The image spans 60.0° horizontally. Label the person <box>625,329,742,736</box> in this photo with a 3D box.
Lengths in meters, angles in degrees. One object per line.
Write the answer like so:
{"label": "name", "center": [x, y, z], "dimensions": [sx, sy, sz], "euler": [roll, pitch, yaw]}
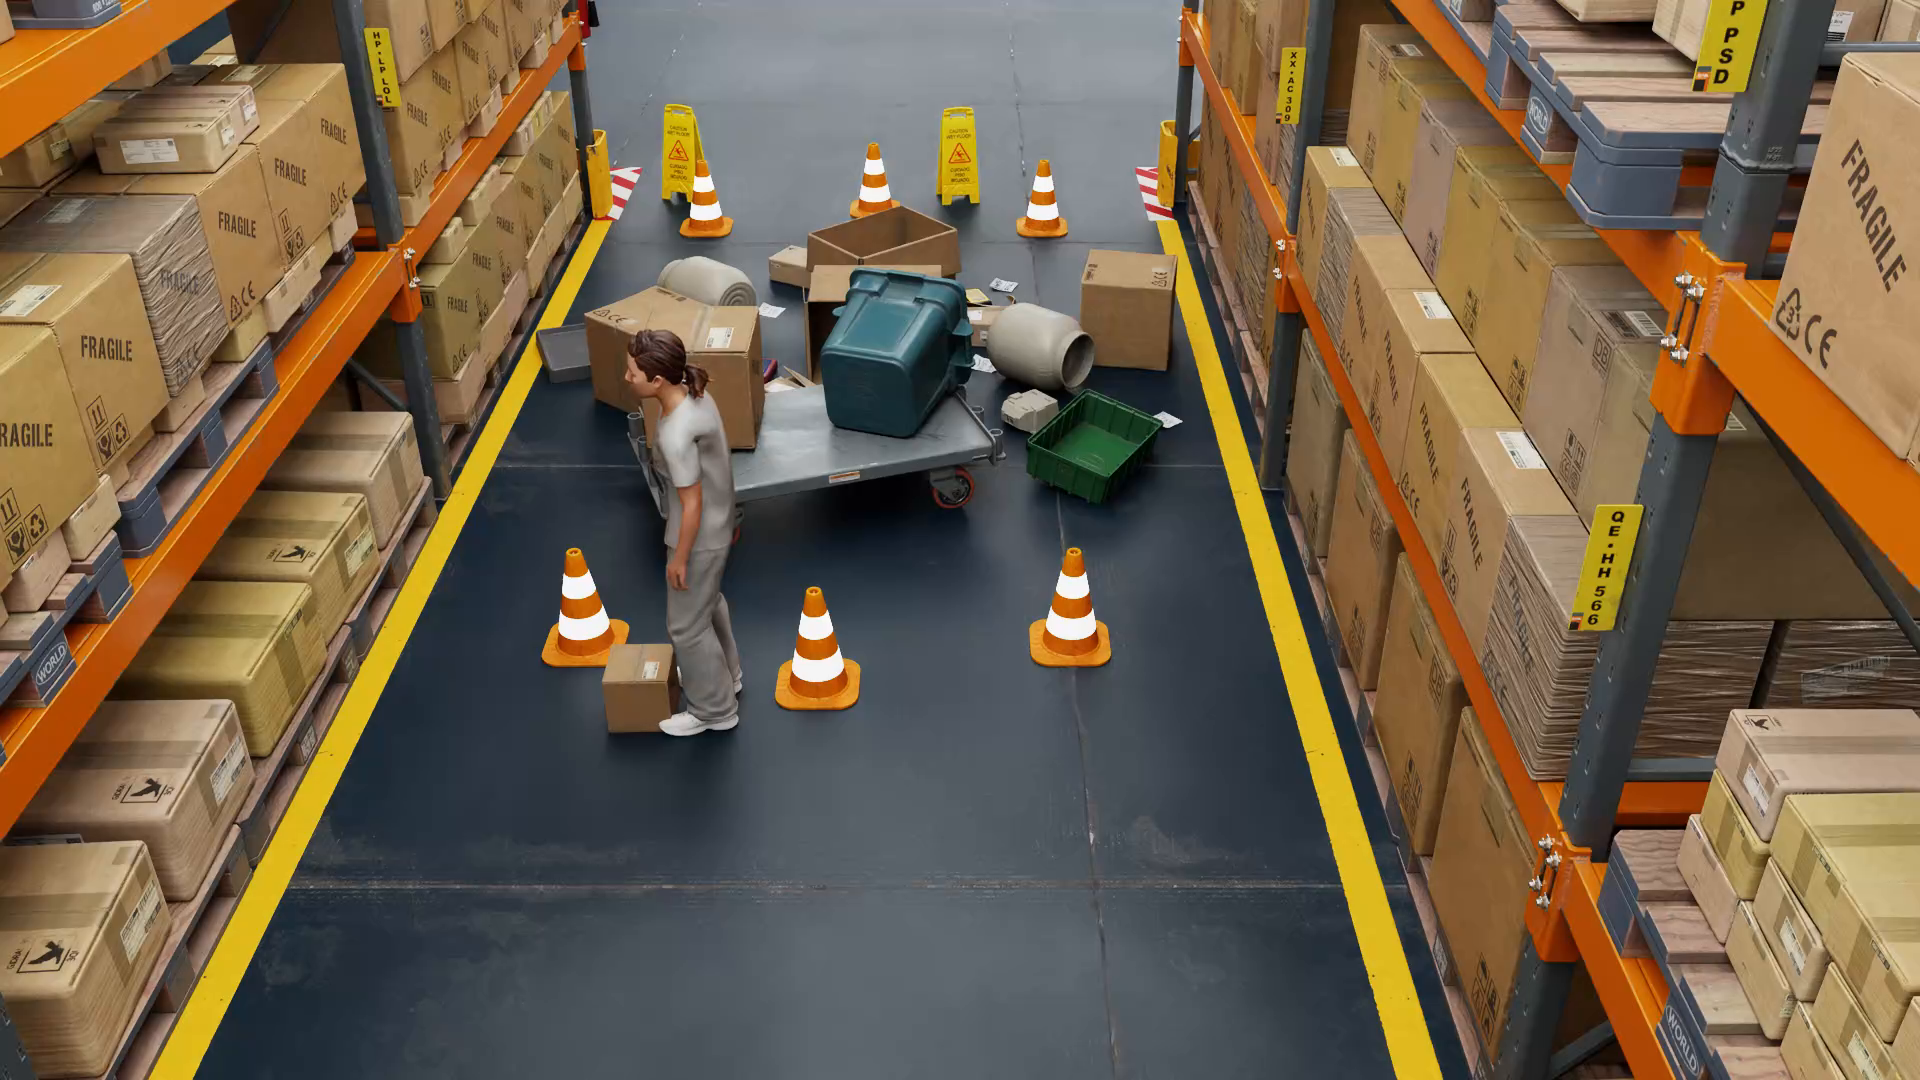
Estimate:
{"label": "person", "center": [-1.005, -0.026, 6.179], "dimensions": [0.357, 1.672, 0.514], "euler": [-2, 32, -3]}
